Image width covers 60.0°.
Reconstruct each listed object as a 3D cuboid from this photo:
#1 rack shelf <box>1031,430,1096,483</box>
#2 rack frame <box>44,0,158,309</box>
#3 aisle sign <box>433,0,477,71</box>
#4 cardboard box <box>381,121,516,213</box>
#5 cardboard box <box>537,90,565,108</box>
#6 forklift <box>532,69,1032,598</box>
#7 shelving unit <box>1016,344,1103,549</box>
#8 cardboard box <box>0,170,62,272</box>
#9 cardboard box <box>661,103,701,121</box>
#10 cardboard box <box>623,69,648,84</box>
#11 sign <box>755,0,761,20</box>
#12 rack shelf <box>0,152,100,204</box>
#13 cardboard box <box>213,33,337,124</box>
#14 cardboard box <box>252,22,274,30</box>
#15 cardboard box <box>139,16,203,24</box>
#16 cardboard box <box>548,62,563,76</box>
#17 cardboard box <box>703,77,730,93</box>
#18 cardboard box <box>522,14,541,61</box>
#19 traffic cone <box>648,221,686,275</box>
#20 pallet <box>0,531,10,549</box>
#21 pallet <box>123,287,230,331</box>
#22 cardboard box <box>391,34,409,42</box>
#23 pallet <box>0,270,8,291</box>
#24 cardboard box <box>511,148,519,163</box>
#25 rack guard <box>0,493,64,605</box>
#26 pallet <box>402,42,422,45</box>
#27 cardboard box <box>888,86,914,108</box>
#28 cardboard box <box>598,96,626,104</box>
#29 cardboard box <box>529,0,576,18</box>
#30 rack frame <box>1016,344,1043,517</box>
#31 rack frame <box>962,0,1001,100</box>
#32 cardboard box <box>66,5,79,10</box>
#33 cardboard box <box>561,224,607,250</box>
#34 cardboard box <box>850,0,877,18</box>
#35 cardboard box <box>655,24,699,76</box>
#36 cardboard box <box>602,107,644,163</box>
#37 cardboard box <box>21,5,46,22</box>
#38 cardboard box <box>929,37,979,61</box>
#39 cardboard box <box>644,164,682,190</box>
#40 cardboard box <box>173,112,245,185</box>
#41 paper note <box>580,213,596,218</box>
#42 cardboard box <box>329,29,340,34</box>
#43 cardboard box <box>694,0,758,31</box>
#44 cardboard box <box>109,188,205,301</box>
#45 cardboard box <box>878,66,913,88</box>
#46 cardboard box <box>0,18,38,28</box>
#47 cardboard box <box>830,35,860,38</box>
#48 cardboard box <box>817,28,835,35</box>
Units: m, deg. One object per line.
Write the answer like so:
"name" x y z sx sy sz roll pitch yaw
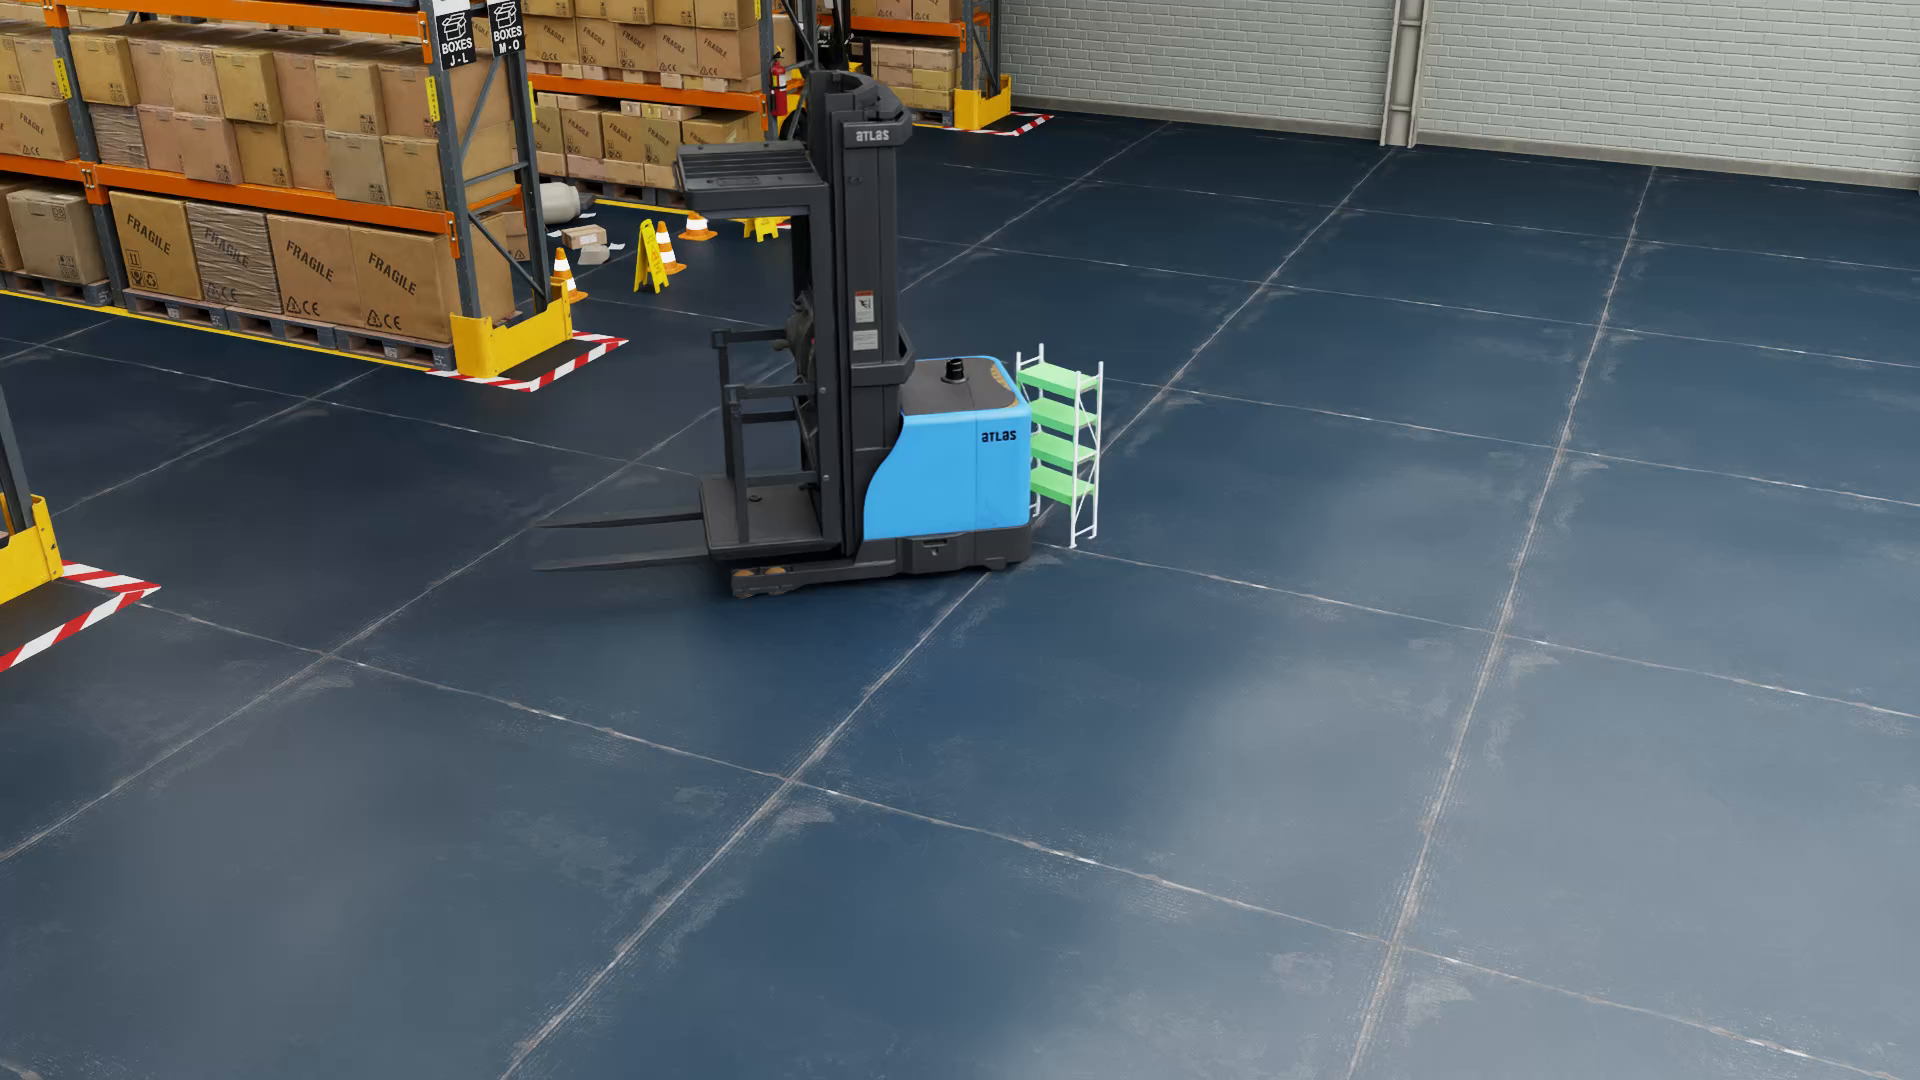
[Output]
"rack shelf" 0.619 -0.539 10.631 0.480 0.148 0.258 23 34 38
"rack frame" -7.368 -3.636 14.740 0.127 3.000 1.000 11 28 22
"aisle sign" -3.786 -3.938 12.409 0.004 0.787 0.394 11 28 22
"cardboard box" -4.083 -3.022 13.322 0.550 0.550 0.875 11 28 22
"cardboard box" -4.428 -4.871 18.301 0.250 0.149 0.380 13 29 24
"forklift" -1.126 -1.218 9.905 3.031 2.935 1.130 -5 27 -10
"shelving unit" 0.619 -0.596 10.603 0.503 1.200 0.258 23 34 38
"cardboard box" -8.847 -3.071 15.663 0.750 0.750 1.050 11 28 22
"cardboard box" -2.969 -4.578 17.706 0.250 0.149 0.380 12 29 23
"cardboard box" -3.392 -4.989 17.772 0.250 0.149 0.380 11 28 21
"sign" -2.018 -5.356 16.563 0.005 0.325 0.100 11 28 22
"rack shelf" -9.189 -3.679 15.642 4.000 0.370 1.077 11 28 22
"cardboard box" -5.577 -3.805 13.691 0.500 0.550 0.875 11 28 22
"cardboard box" -8.118 -6.126 19.605 0.250 0.149 0.380 12 28 22
"cardboard box" -9.620 -6.297 20.315 0.500 0.250 0.500 10 28 20
"cardboard box" -4.285 -5.189 18.178 0.250 0.149 0.380 11 28 22
"cardboard box" -2.475 -4.785 17.358 0.250 0.149 0.380 11 28 21
"cardboard box" -4.659 -5.549 18.174 0.500 0.500 0.500 11 28 22
"traffic cone" -2.845 -2.827 15.968 0.334 0.463 0.336 11 28 22
"pallet" -6.666 0.145 10.216 1.213 0.211 1.003 11 28 22
"pallet" -6.708 -2.215 15.010 1.213 0.211 1.003 11 28 22
"cardboard box" -6.226 -5.759 18.861 0.250 0.149 0.380 10 28 20
"pallet" -9.216 -2.719 16.033 1.213 0.211 1.003 11 28 22
"cardboard box" -4.986 -4.384 18.895 0.500 0.250 0.500 10 28 19
"rack guard" -5.941 0.178 9.822 0.348 0.500 1.175 11 28 22
"pallet" -6.046 -5.757 19.265 1.213 0.211 1.003 11 28 22
"cardboard box" -0.726 -5.919 22.013 0.500 0.250 0.500 11 28 22
"cardboard box" -3.833 -4.751 18.793 0.500 0.500 0.500 13 29 24
"cardboard box" -4.198 -5.900 17.755 0.500 0.500 0.700 11 28 21
"rack frame" 0.442 -0.671 10.754 0.015 1.200 0.240 23 34 38
"rack frame" 0.282 -6.910 21.390 0.127 3.000 1.000 11 28 22
"cardboard box" -11.014 -6.792 20.754 0.500 0.250 0.500 10 28 20
"cardboard box" -3.798 -3.062 16.801 0.380 0.149 0.250 -18 31 -31
"cardboard box" -1.210 -7.132 21.726 0.500 0.500 0.500 11 28 21
"cardboard box" -2.832 -5.174 17.413 0.500 0.500 0.500 11 28 22
"cardboard box" -3.540 -4.436 18.152 0.500 0.500 0.500 11 28 21
"cardboard box" -11.471 -6.660 21.051 0.500 0.250 0.500 11 28 21
"cardboard box" -0.078 -6.478 22.017 0.500 0.250 0.500 11 28 21
"cardboard box" -3.085 -4.006 18.129 0.500 0.250 0.500 11 28 22
"cardboard box" -6.074 -3.403 14.097 0.550 0.550 0.875 11 28 22
"paper note" -3.979 -3.475 17.773 0.148 0.019 0.142 2 26 4
"cardboard box" -7.114 -5.986 19.321 0.250 0.149 0.380 10 28 20
"cardboard box" -2.325 -5.546 17.037 0.500 0.500 0.700 11 28 21
"cardboard box" -6.824 -2.728 14.826 0.875 0.875 0.875 12 29 23
"cardboard box" -0.743 -6.149 21.915 0.500 0.250 0.500 11 28 21
"cardboard box" -8.751 -4.404 15.054 0.500 0.500 0.700 12 28 22
"cardboard box" -1.656 -6.547 22.158 0.500 0.250 0.500 11 28 21
"cardboard box" -1.909 -6.848 22.770 0.500 0.250 0.500 12 28 22
